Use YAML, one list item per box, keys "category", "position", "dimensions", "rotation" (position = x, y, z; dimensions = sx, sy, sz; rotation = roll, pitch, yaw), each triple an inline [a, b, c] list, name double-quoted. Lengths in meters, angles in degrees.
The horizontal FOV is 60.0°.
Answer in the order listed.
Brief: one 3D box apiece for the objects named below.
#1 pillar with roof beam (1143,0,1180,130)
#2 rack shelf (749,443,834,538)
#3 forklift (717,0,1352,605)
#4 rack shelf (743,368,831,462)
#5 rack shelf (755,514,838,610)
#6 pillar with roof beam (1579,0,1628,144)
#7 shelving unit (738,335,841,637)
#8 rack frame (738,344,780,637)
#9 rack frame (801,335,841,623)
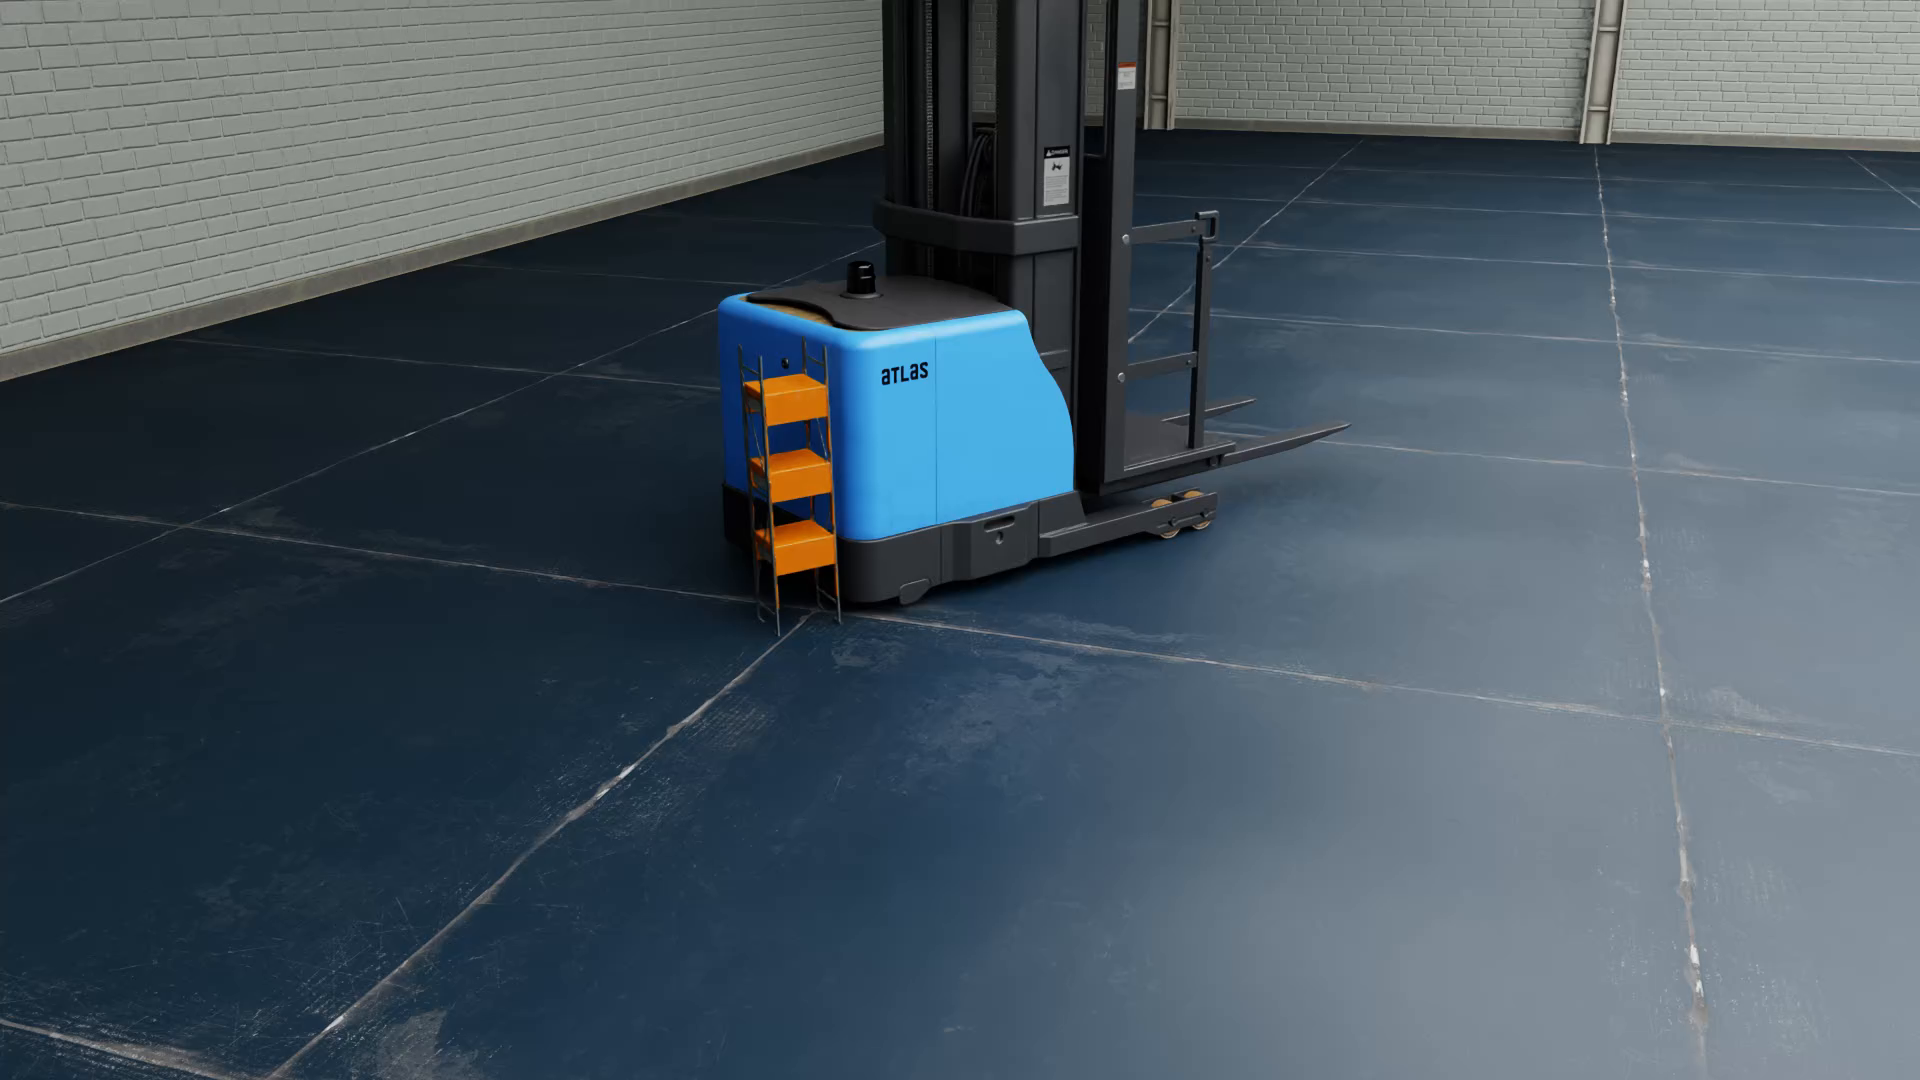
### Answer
- category: "pillar with roof beam"
  position: [1.502, -8.934, 19.034]
  dimensions: [0.400, 9.000, 9.100]
  rotation: [7, 20, 18]
- category: "rack shelf"
  position: [-0.612, -0.181, 6.016]
  dimensions: [0.240, 0.259, 0.215]
  rotation: [-12, 23, -26]
- category: "forklift"
  position: [0.495, -1.512, 6.961]
  dimensions: [3.031, 2.935, 1.130]
  rotation: [-15, 24, -36]
- category: "rack shelf"
  position: [-0.618, -0.446, 5.915]
  dimensions: [0.240, 0.259, 0.215]
  rotation: [-12, 23, -26]
- category: "rack shelf"
  position: [-0.606, 0.078, 6.115]
  dimensions: [0.240, 0.259, 0.215]
  rotation: [-12, 23, -26]
- category: "pillar with roof beam"
  position: [7.170, -8.285, 17.174]
  dimensions: [0.400, 9.000, 9.100]
  rotation: [7, 20, 18]
- category: "shelving unit"
  position: [-0.613, -0.191, 6.012]
  dimensions: [0.252, 1.050, 0.215]
  rotation: [-12, 23, -26]
- category: "rack frame"
  position: [-0.719, -0.168, 5.958]
  dimensions: [0.008, 1.050, 0.200]
  rotation: [-12, 23, -26]
- category: "rack frame"
  position: [-0.506, -0.214, 6.067]
  dimensions: [0.008, 1.050, 0.200]
  rotation: [-12, 23, -26]
